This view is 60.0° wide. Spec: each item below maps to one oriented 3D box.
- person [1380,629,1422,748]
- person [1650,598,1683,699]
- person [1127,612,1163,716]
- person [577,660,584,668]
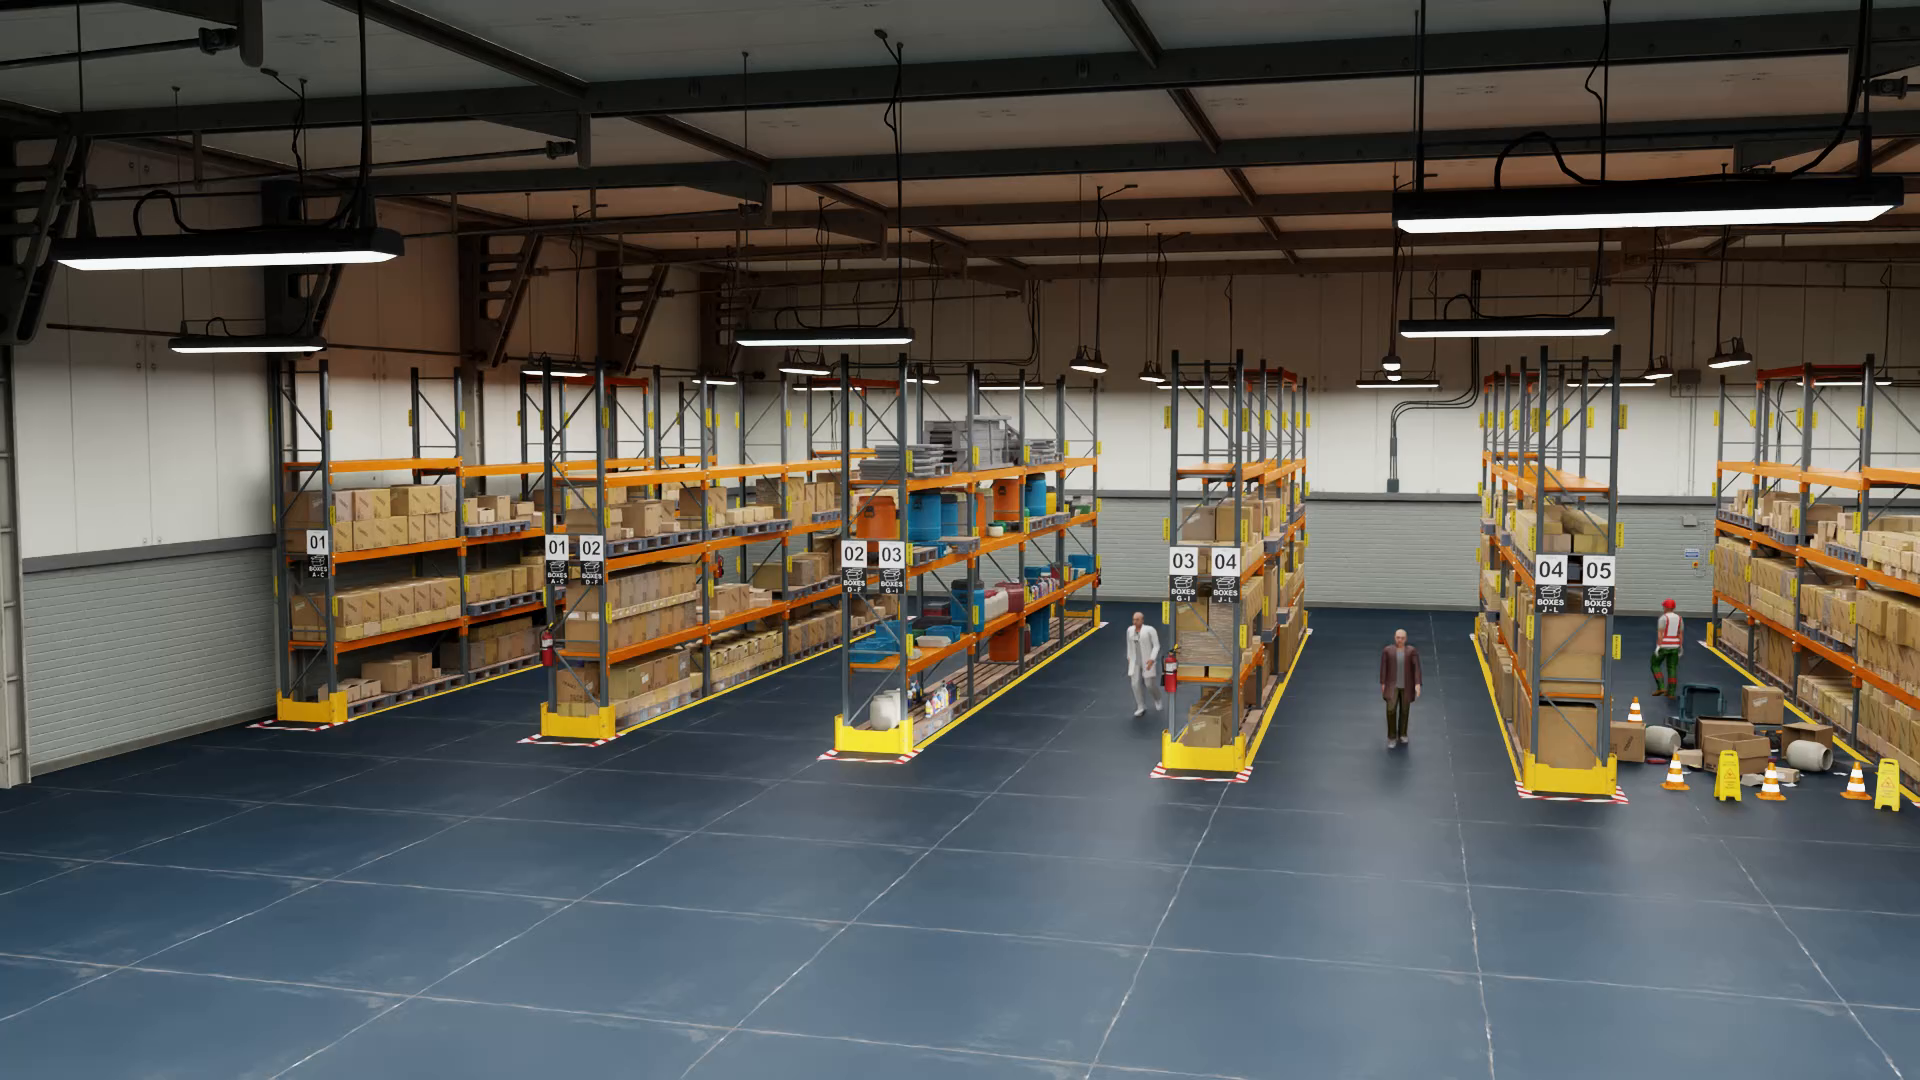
[{"bbox_3d":[6.797,2.298,25.627,0.624,1.856,0.569,1,4,12],"label":"person"},{"bbox_3d":[12.767,1.949,29.998,0.580,1.784,0.431,-1,4,-8],"label":"person"},{"bbox_3d":[3.162,2.145,28.437,0.641,1.646,0.736,2,5,30],"label":"person"},{"bbox_3d":[-7.115,1.897,31.867,0.538,1.583,0.964,0,4,-7],"label":"person"}]
